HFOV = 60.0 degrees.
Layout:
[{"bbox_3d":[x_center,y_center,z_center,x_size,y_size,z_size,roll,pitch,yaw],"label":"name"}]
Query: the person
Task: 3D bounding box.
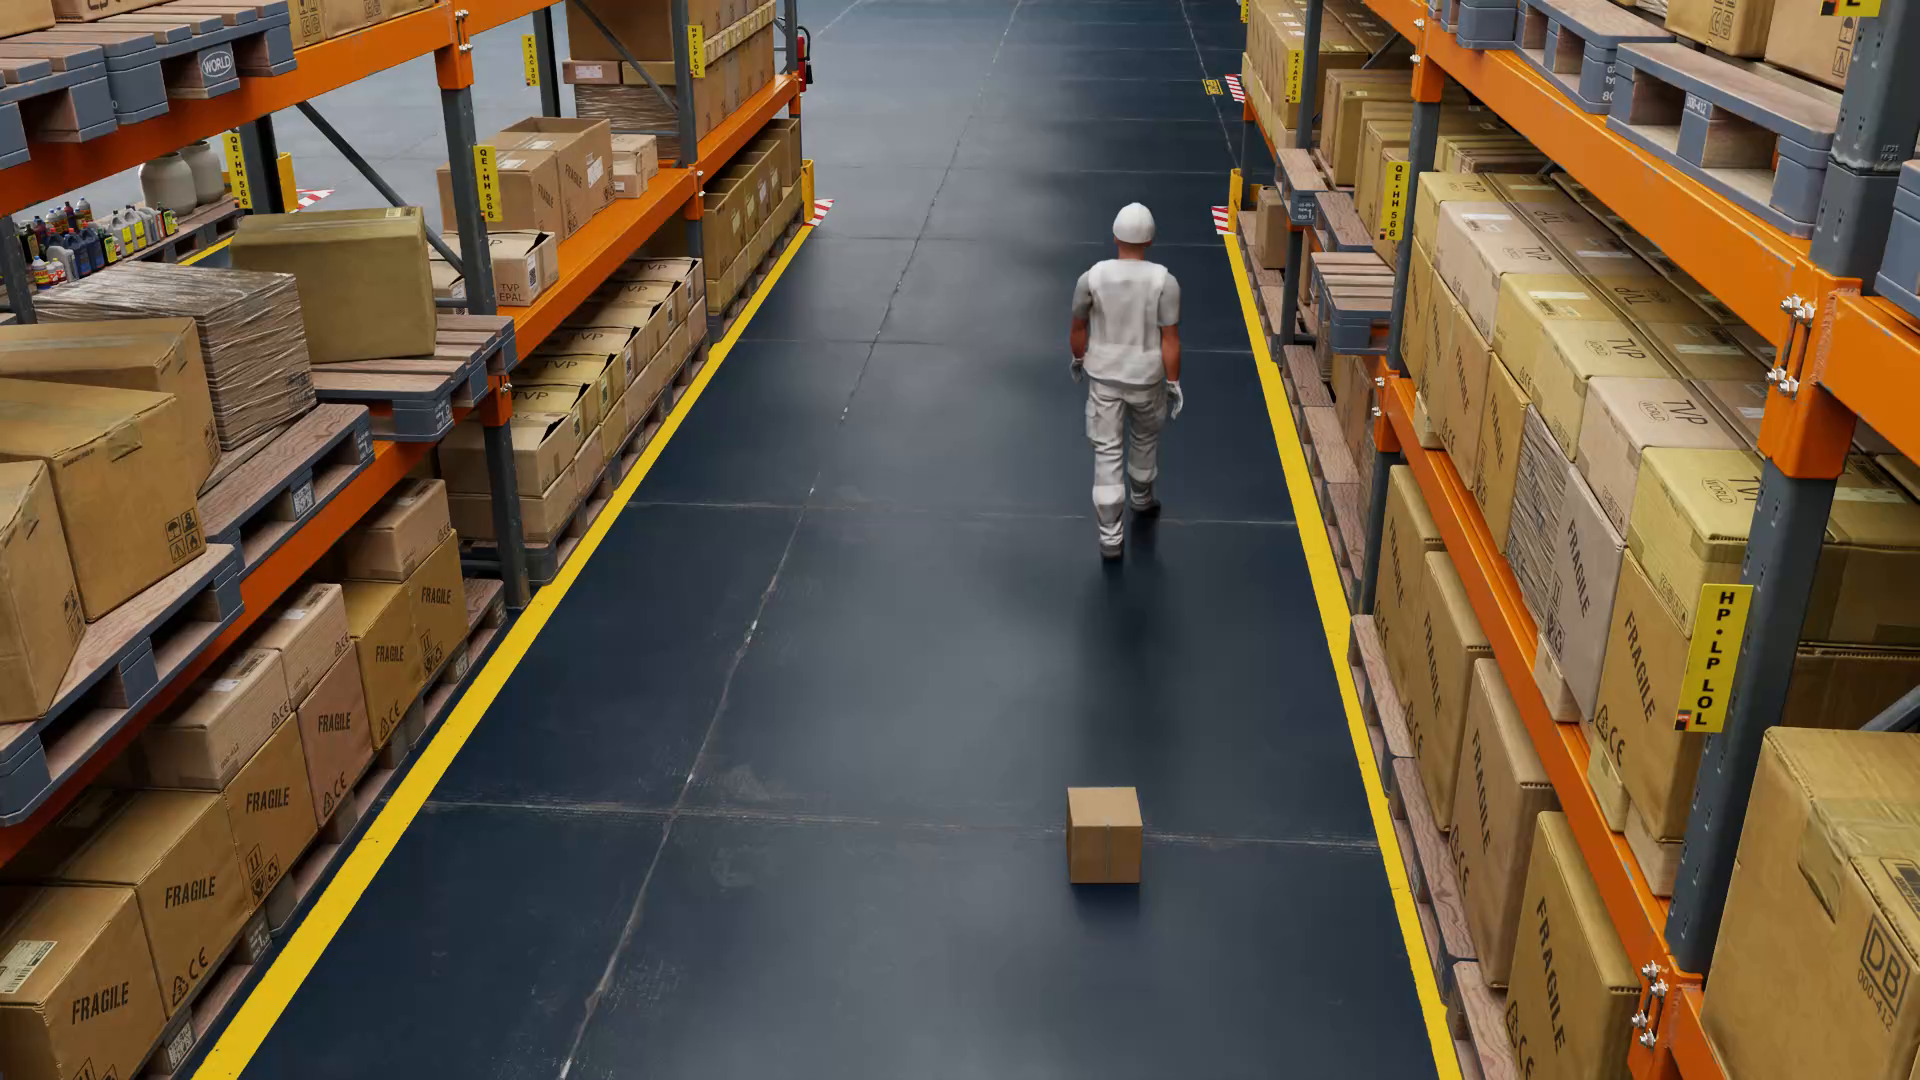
[{"bbox_3d":[0.847,-0.864,8.459,0.589,1.765,0.900,3,24,7],"label":"person"}]
